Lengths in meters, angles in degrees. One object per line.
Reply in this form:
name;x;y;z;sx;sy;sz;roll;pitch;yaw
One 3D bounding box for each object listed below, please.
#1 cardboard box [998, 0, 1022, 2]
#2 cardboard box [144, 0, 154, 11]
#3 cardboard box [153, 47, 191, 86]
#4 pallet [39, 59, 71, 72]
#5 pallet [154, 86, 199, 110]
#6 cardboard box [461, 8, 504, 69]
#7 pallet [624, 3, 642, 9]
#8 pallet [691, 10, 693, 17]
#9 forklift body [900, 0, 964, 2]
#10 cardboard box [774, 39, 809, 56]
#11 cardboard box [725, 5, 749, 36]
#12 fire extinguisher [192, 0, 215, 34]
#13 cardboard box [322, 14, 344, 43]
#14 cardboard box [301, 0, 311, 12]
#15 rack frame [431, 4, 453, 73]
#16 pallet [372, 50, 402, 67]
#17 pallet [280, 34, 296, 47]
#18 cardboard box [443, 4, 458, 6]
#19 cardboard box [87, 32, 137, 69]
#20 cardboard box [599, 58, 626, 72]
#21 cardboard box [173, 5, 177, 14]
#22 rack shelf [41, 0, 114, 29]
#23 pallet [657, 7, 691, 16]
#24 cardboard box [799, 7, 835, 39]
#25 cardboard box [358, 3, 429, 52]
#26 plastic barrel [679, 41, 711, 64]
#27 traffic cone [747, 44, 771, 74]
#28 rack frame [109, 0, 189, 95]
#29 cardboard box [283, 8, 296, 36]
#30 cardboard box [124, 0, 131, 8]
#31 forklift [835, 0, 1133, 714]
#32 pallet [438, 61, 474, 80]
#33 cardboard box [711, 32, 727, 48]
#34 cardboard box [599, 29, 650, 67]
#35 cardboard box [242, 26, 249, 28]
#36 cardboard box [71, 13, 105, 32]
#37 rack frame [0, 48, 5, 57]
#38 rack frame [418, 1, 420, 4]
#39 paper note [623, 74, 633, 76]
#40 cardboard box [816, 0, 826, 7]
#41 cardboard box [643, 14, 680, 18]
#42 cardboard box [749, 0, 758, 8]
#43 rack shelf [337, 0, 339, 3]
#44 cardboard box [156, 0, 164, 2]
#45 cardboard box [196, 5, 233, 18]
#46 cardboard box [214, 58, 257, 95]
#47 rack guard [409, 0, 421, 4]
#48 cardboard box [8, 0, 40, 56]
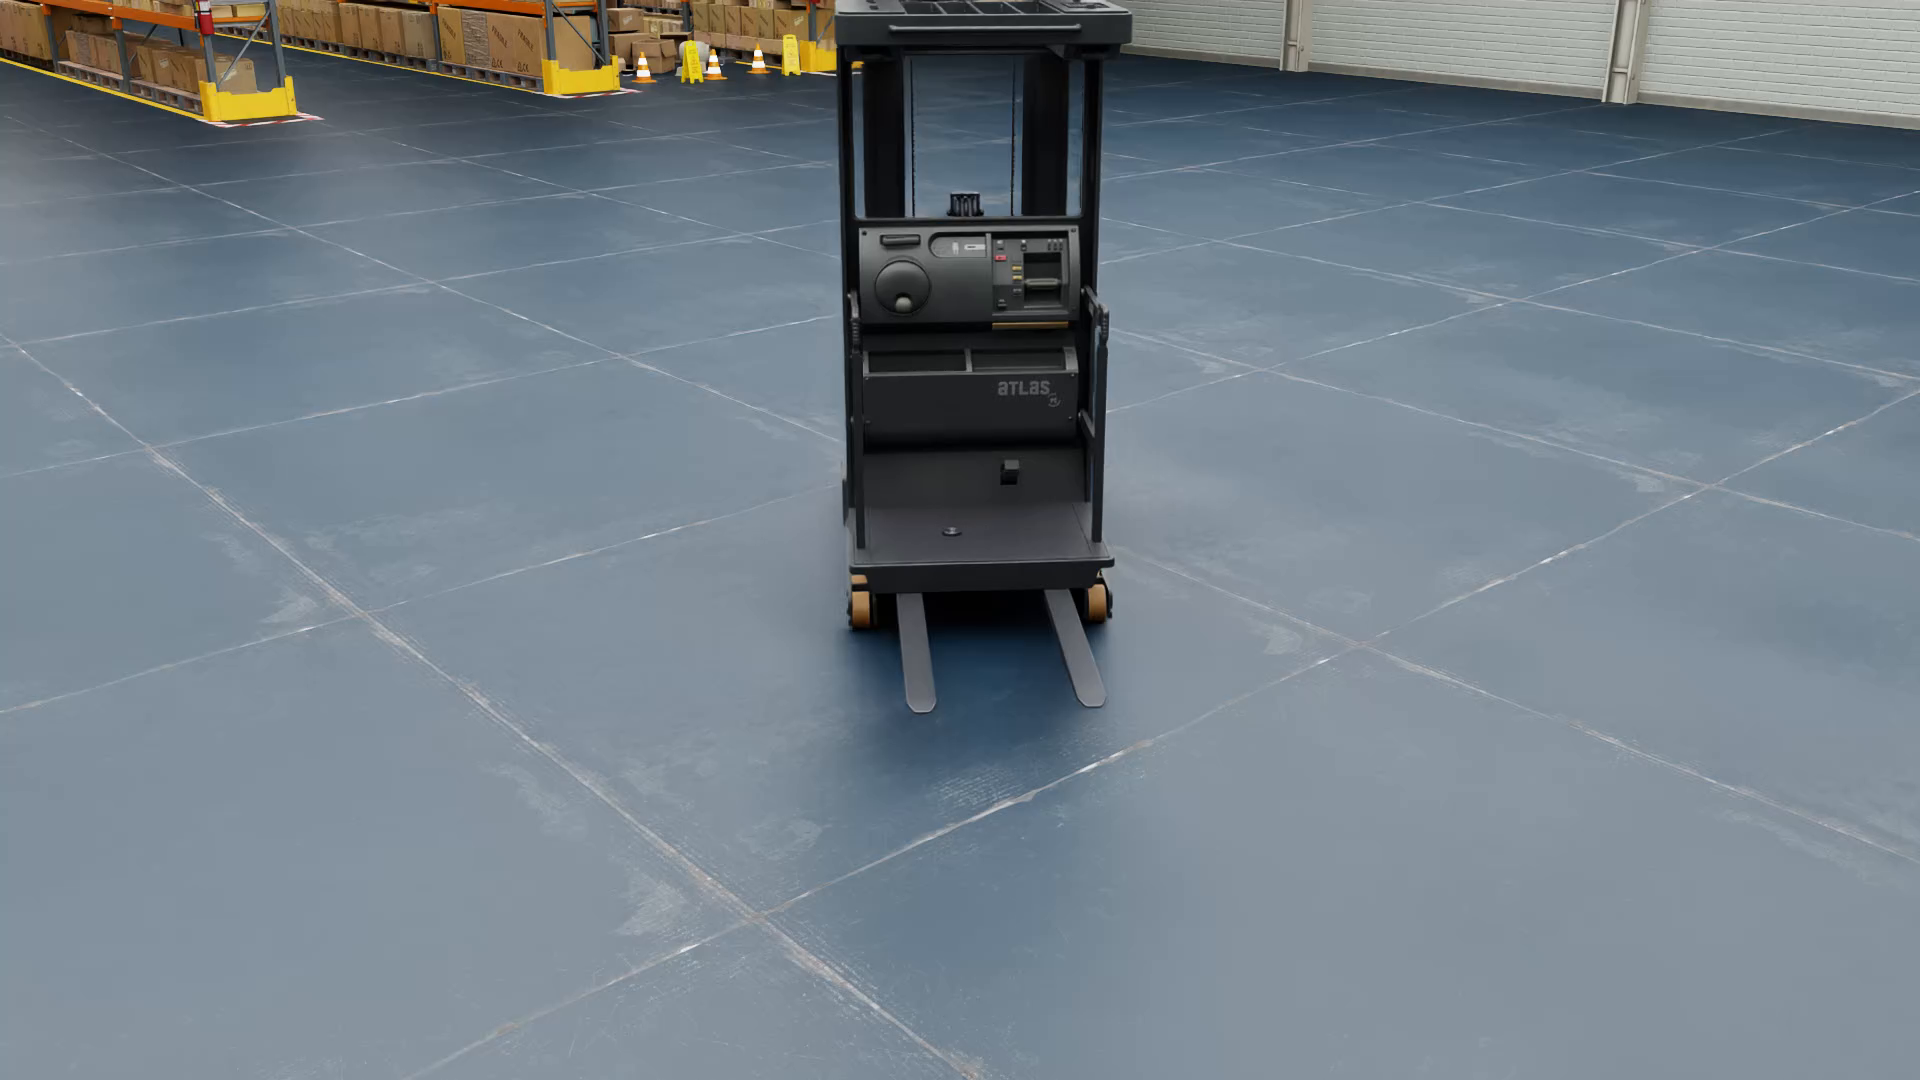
cardboard box;1.062;-10.155;31.621;0.500;0.250;0.500;-16;27;-36
cardboard box;-11.376;-7.625;23.683;0.380;0.149;0.250;-17;27;-37
cardboard box;-11.667;-7.039;24.695;0.500;0.500;0.500;-9;23;-21
pallet;-15.346;-8.327;28.954;1.003;0.211;1.213;-17;27;-37
pallet;-11.012;-6.471;24.217;1.003;0.211;1.213;-17;27;-37
cardboard box;-7.505;-8.205;27.156;0.875;0.875;0.875;-17;27;-37
pallet;-8.274;-13.602;42.422;1.003;0.211;1.213;-17;27;-37
pallet;-5.674;-12.522;39.665;1.003;0.211;1.213;-17;27;-37
forklift body;-1.021;-10.415;31.626;2.313;2.155;1.214;-17;27;-37
cardboard box;-2.906;-8.619;29.072;0.500;0.250;0.500;-18;27;-38
cardboard box;-3.894;-9.392;30.015;0.500;0.500;0.500;-16;26;-35
fire extinguisher;-9.941;-7.002;21.853;0.296;0.674;0.183;-17;27;-37
cardboard box;-11.693;-9.693;31.471;0.500;0.500;0.500;-18;27;-38
cardboard box;-12.368;-10.330;32.070;0.500;0.250;0.500;-17;27;-36
rack frame;-8.454;-9.437;27.965;1.000;3.000;0.127;-17;27;-37
pallet;-9.815;-8.671;29.833;1.003;0.211;1.213;-17;27;-37
pallet;-13.167;-10.134;33.568;1.003;0.211;1.213;-17;27;-37
cardboard box;-11.493;-12.552;38.855;0.875;0.438;0.875;-17;27;-36
cardboard box;-13.689;-7.945;26.979;0.700;0.500;0.500;-15;26;-33
cardboard box;-5.937;-8.127;28.370;0.396;0.266;0.258;-12;25;-28
cardboard box;-10.657;-7.369;23.030;0.380;0.149;0.250;-17;27;-37
rack shelf;-13.583;-8.502;26.564;1.077;0.370;4.000;-17;27;-37
pallet;-6.682;-12.928;40.701;1.003;0.211;1.213;-17;27;-37
cardboard box;-2.492;-9.098;29.265;0.500;0.500;0.500;-19;28;-39
cardboard box;-10.162;-9.260;30.021;1.050;0.750;0.750;-17;27;-37
plastic barrel;-4.654;-8.549;29.230;0.512;0.421;0.421;0;21;-1
traffic cone;-3.417;-8.169;28.205;0.336;0.463;0.334;-17;27;-37
rack frame;-12.278;-8.284;25.022;1.000;3.000;0.127;-17;27;-37
cardboard box;-13.048;-10.266;32.933;0.500;0.500;0.500;-16;26;-35
cardboard box;-12.028;-7.901;24.389;0.380;0.149;0.250;-17;27;-37
forklift;0.059;-1.111;6.803;1.130;2.935;3.031;-2;21;-4
pallet;-8.017;-7.910;27.890;1.003;0.211;1.213;-17;27;-37
cardboard box;-4.232;-9.186;30.520;0.500;0.250;0.500;-16;26;-34
cardboard box;-5.840;-8.578;29.009;0.797;0.637;0.503;-17;27;-37
cardboard box;-14.866;-10.828;34.851;0.380;0.149;0.250;-18;27;-38
cardboard box;-14.428;-8.601;27.628;0.500;0.250;0.500;-16;27;-35
rack frame;-17.500;-10.494;30.665;1.000;3.000;0.127;-17;27;-37
rack frame;-12.603;-13.959;39.510;1.000;3.000;0.127;-17;27;-37
paper note;-5.553;-7.774;27.794;0.144;0.017;0.142;-8;23;-19
cardboard box;-2.794;-11.667;36.338;0.875;0.625;0.625;-16;27;-36
cardboard box;-6.041;-10.149;32.810;0.950;0.372;0.625;-16;27;-36
cardboard box;-3.502;-9.493;29.384;0.380;0.149;0.250;-16;27;-35
rack shelf;-12.371;-10.760;32.329;1.077;0.370;4.000;-17;27;-37
cardboard box;-10.716;-7.781;23.191;0.875;0.500;0.500;-17;27;-37
cardboard box;-10.009;-7.092;22.321;0.380;0.149;0.250;-17;27;-37
cardboard box;-10.061;-6.387;23.030;0.500;0.500;0.500;-12;24;-28
rack guard;-12.619;-12.801;39.982;1.175;0.500;0.348;-17;27;-37
cardboard box;-15.899;-9.039;29.287;1.225;0.875;0.875;-17;27;-37
